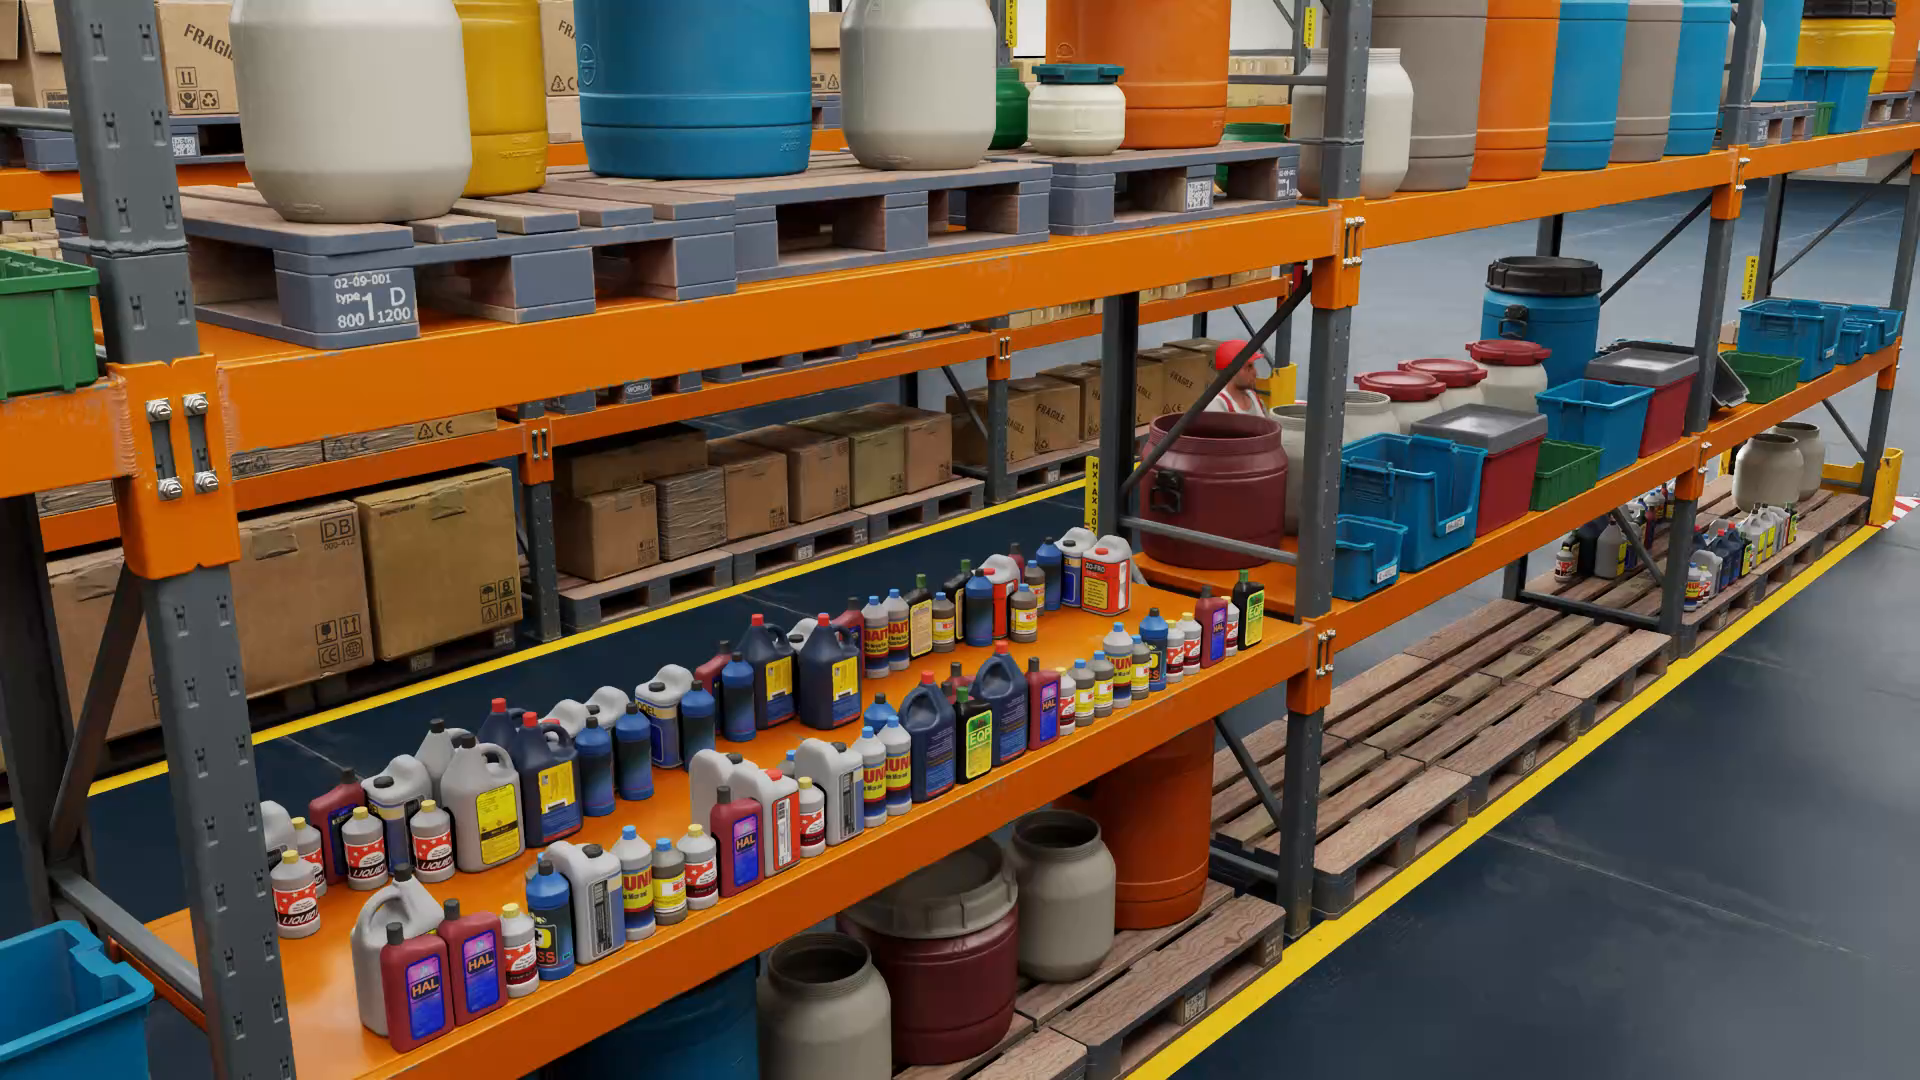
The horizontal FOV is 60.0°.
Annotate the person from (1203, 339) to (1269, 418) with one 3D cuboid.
[{"bbox_3d":[1.602,-0.205,9.184,0.558,1.786,0.495,15,22,40],"label":"person"}]
